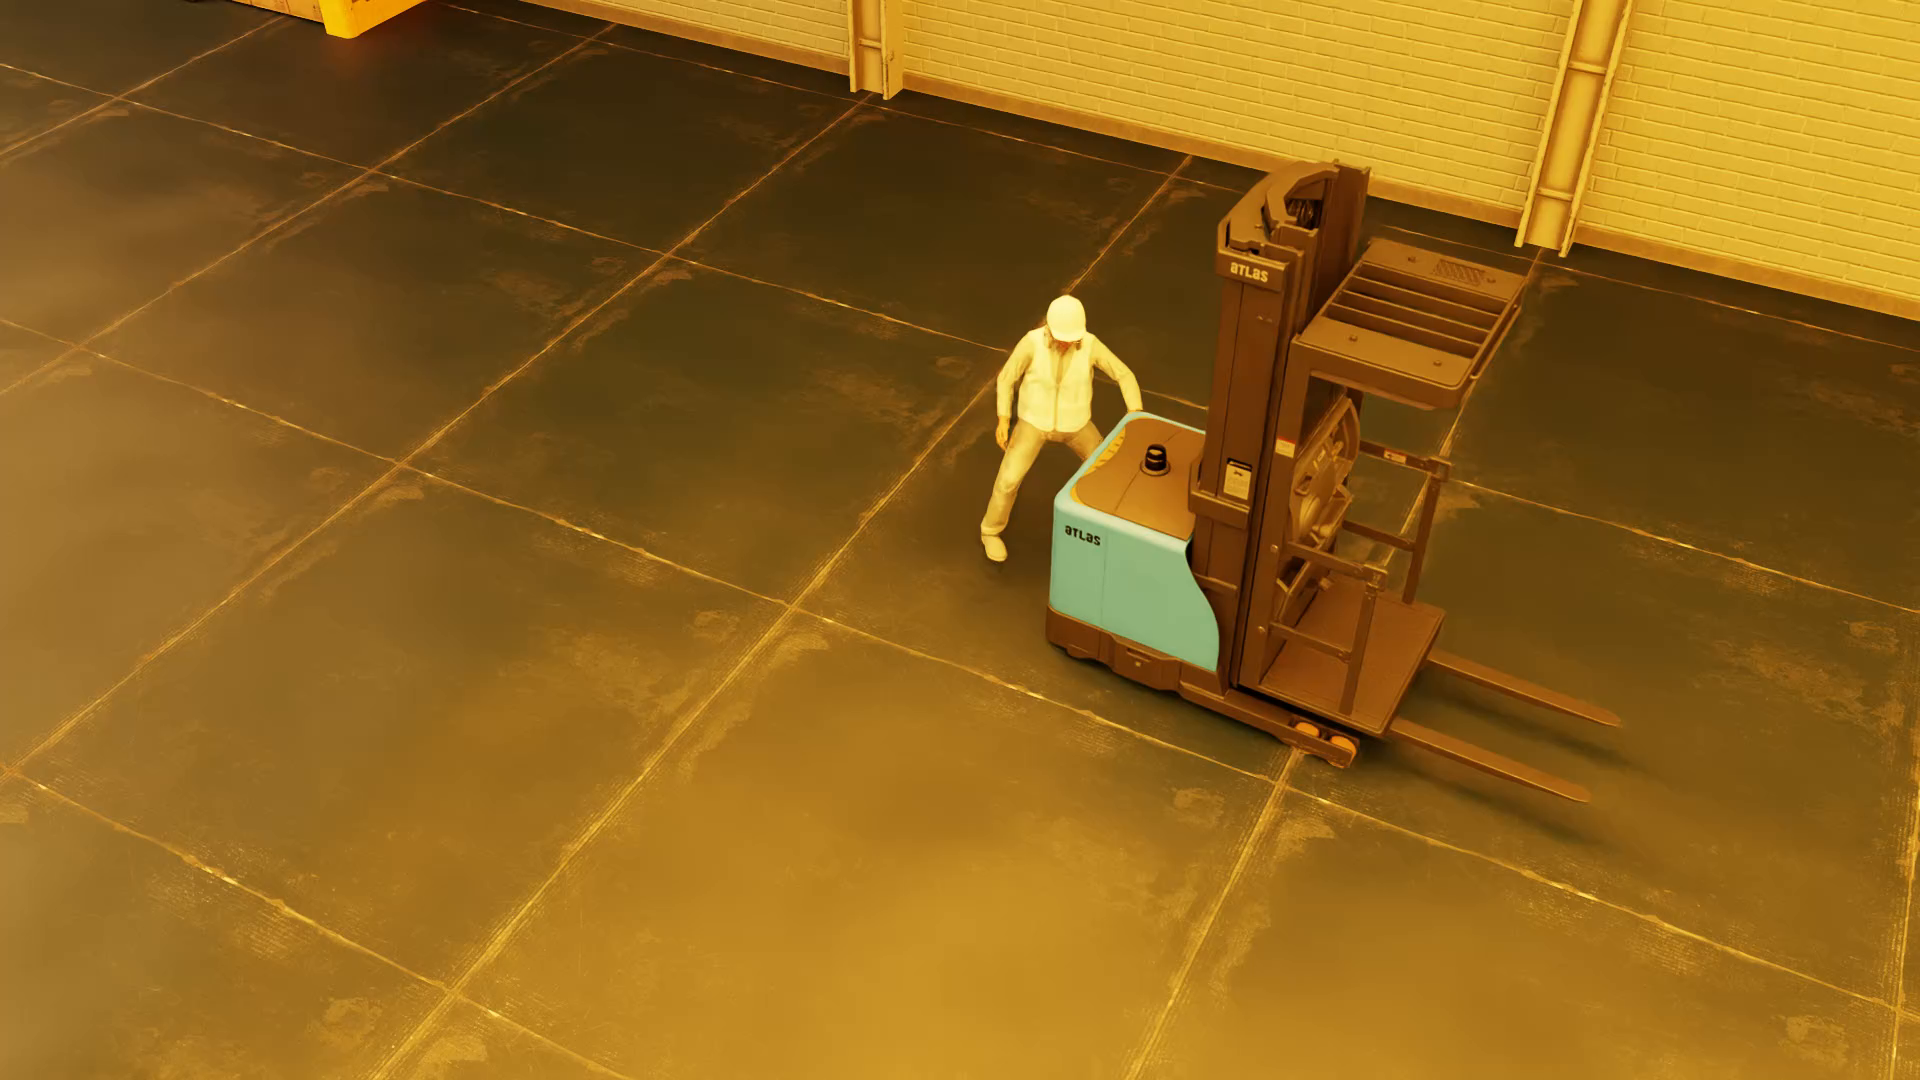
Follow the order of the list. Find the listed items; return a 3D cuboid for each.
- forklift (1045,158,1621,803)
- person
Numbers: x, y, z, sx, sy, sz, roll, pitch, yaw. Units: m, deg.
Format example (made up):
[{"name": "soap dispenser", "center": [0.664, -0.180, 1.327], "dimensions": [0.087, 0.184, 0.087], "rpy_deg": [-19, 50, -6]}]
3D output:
[{"name": "forklift", "center": [2.021, -0.309, 8.353], "dimensions": [3.031, 2.935, 1.130], "rpy_deg": [21, 44, 23]}, {"name": "person", "center": [0.618, -0.703, 9.891], "dimensions": [0.979, 1.632, 0.888], "rpy_deg": [0, 40, 0]}]
